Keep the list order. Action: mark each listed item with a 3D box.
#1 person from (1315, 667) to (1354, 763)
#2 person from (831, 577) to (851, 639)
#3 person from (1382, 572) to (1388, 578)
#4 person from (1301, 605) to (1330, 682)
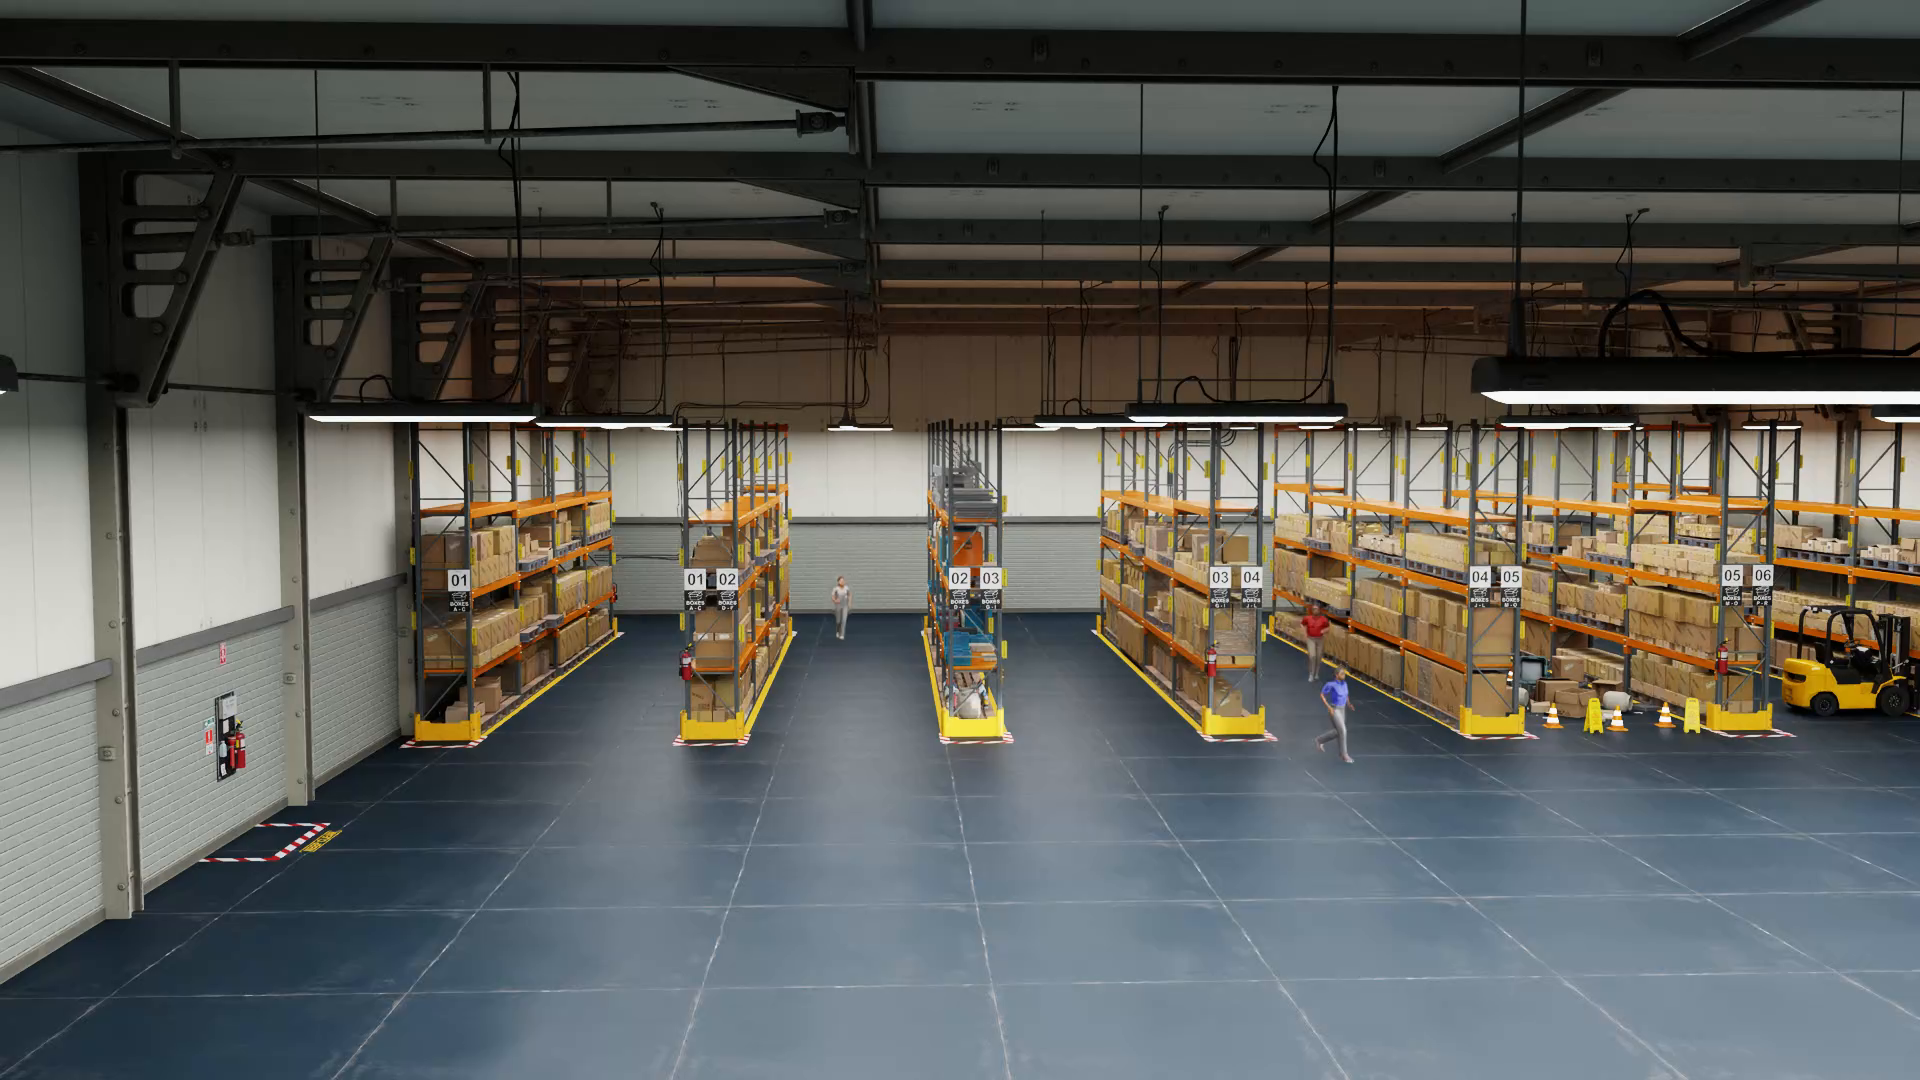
[{"bbox_3d":[6.576,3.049,29.244,0.555,1.640,0.863,-3,5,-43],"label":"person"},{"bbox_3d":[-3.134,1.793,44.071,0.564,1.634,0.646,-1,4,-14],"label":"person"},{"bbox_3d":[12.580,1.688,49.337,0.700,1.794,0.642,0,4,-3],"label":"person"},{"bbox_3d":[8.253,2.380,38.526,0.651,1.738,0.838,0,4,3],"label":"person"}]
